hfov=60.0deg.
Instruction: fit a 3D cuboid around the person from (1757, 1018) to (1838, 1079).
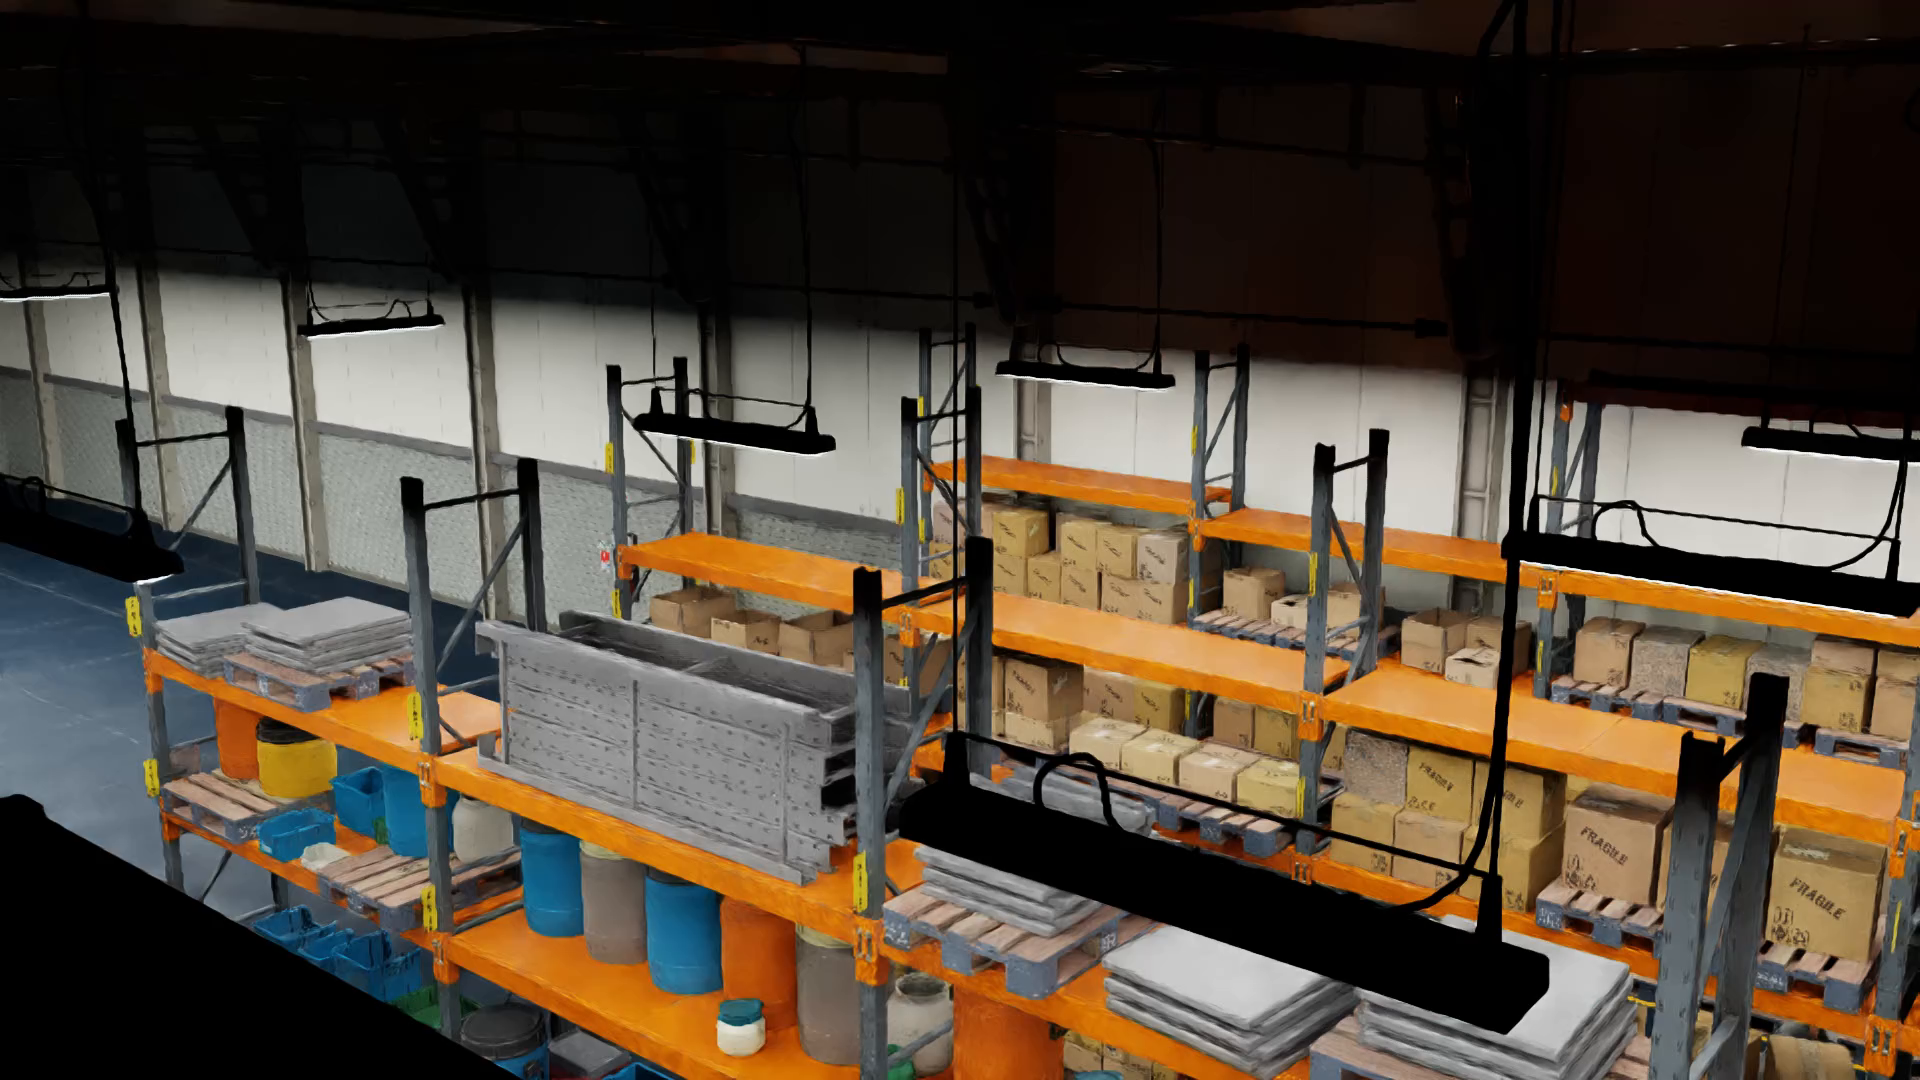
[{"bbox_3d":[7.314,4.088,14.431,1.097,1.583,0.449,10,16,36],"label":"person"}]
